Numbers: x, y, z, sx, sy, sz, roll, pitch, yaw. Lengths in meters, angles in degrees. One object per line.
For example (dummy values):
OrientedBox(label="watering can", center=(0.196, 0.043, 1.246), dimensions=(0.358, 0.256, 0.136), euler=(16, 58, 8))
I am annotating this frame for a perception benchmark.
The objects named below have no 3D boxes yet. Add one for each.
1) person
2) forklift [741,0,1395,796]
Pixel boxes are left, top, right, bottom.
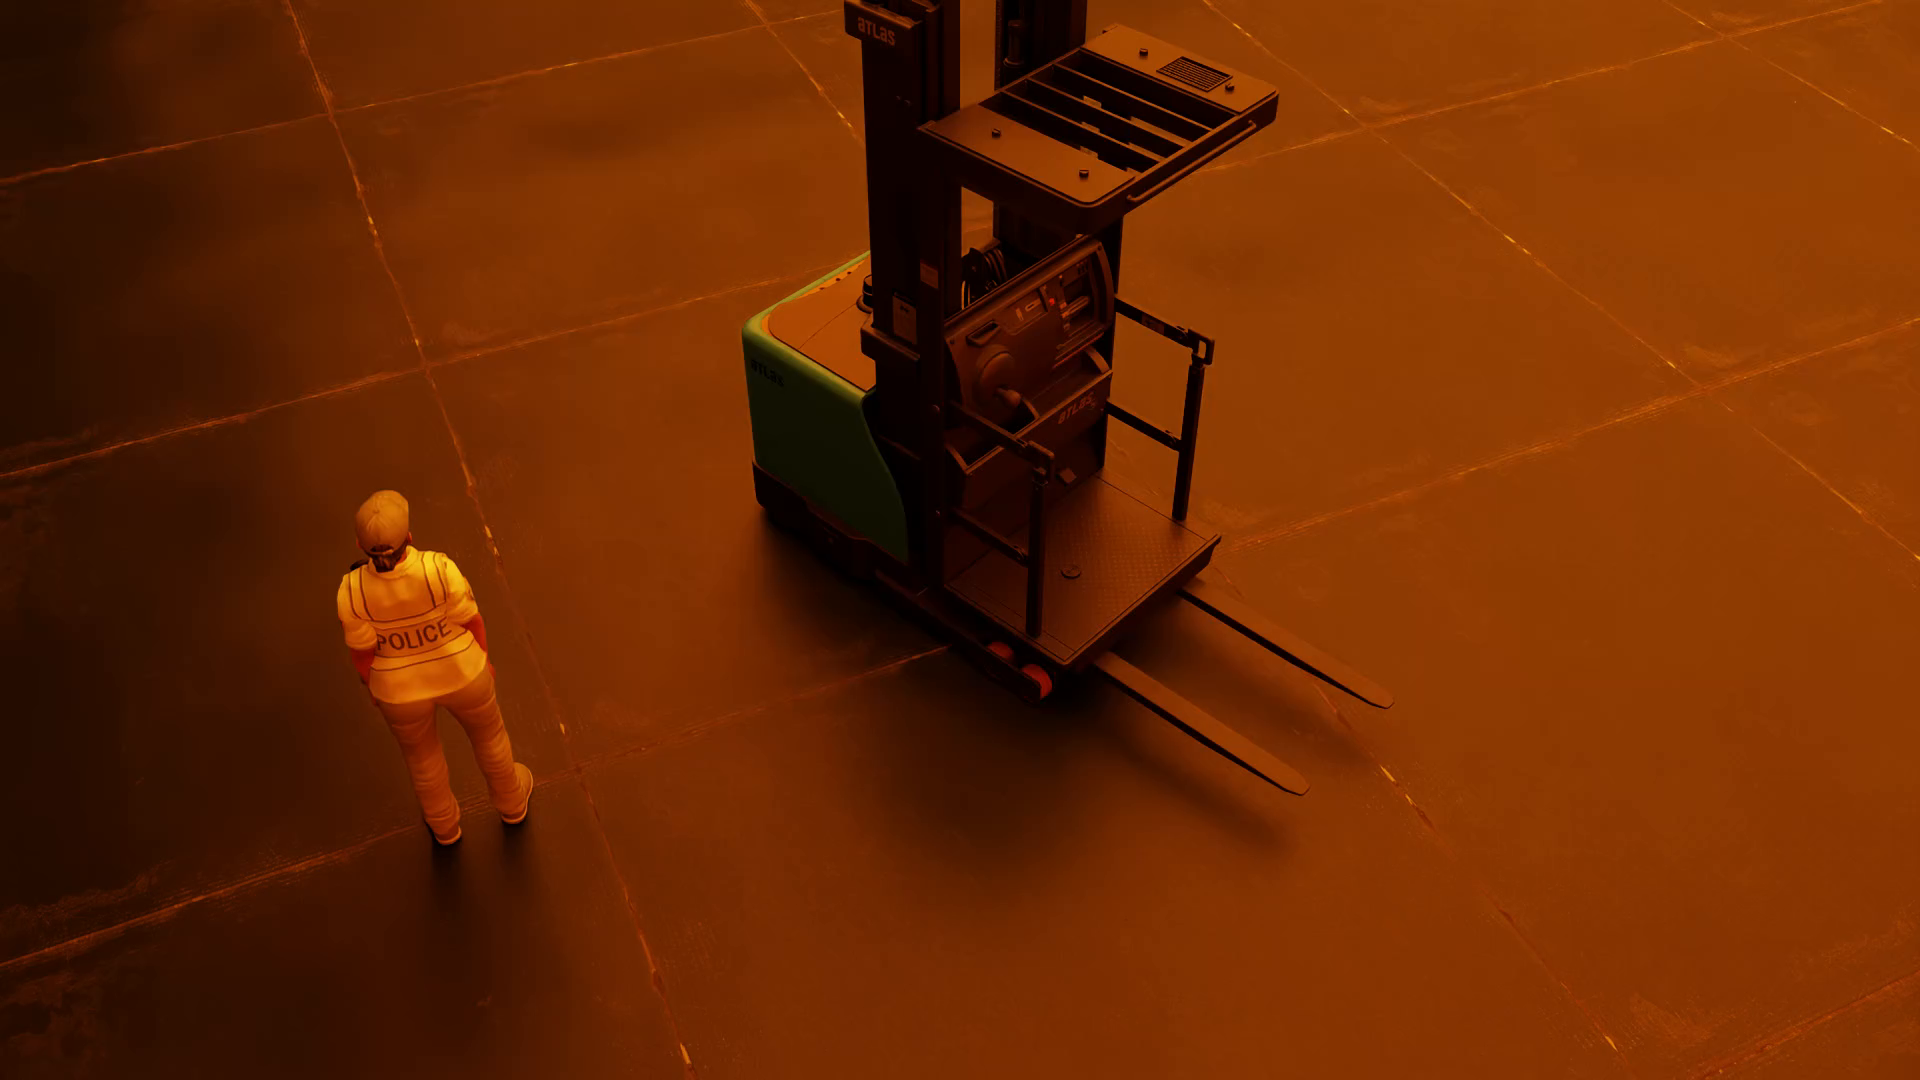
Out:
OrientedBox(label="person", center=(-1.937, 0.482, 6.096), dimensions=(0.482, 1.668, 0.393), euler=(-15, 45, -15))
OrientedBox(label="forklift", center=(0.445, -0.788, 6.525), dimensions=(3.031, 2.935, 1.130), euler=(32, 52, 30))
